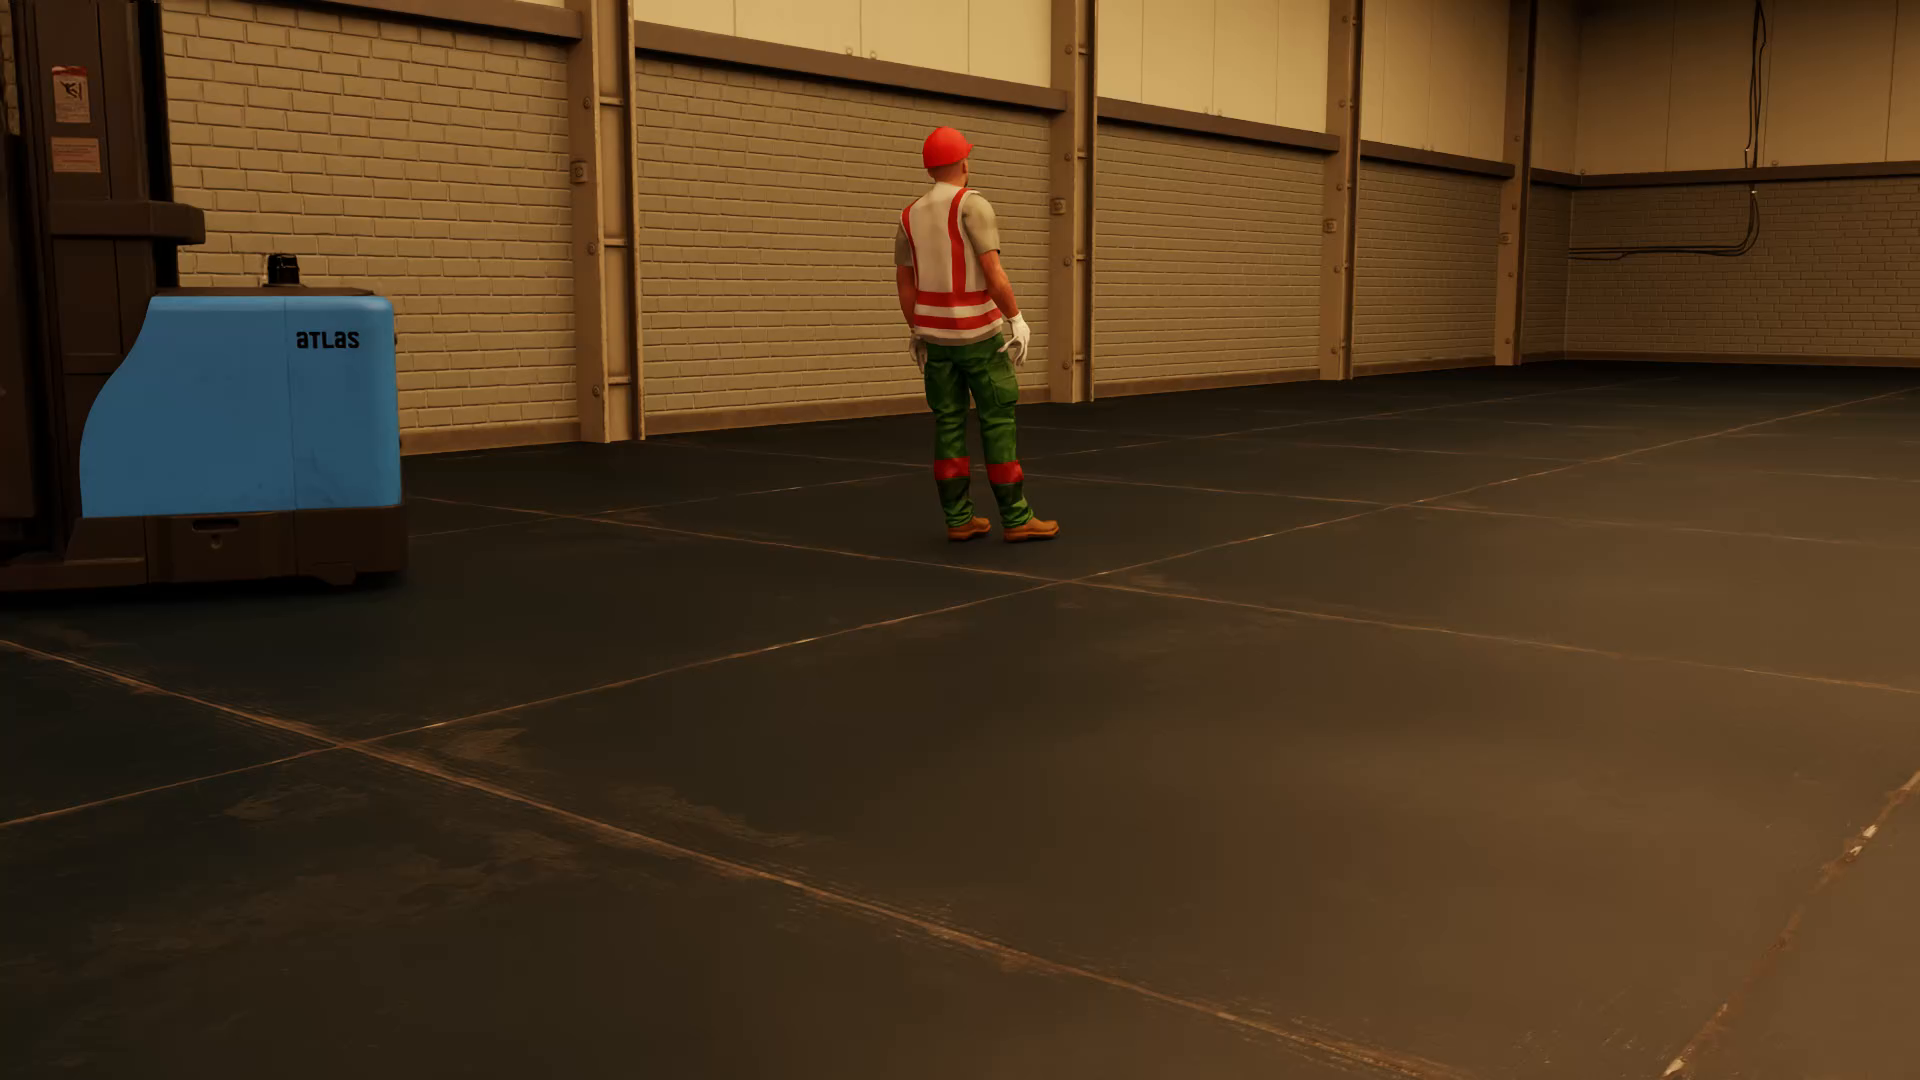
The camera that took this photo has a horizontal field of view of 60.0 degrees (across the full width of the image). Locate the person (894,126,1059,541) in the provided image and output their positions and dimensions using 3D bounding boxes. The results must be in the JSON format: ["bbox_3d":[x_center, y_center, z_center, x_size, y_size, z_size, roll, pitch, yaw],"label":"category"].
[{"bbox_3d":[0.060,-0.900,7.328,0.637,1.787,0.564,7,11,38],"label":"person"}]

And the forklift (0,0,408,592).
[{"bbox_3d":[-3.639,-1.268,5.947,3.031,2.935,1.130,-3,9,-18],"label":"forklift"}]
